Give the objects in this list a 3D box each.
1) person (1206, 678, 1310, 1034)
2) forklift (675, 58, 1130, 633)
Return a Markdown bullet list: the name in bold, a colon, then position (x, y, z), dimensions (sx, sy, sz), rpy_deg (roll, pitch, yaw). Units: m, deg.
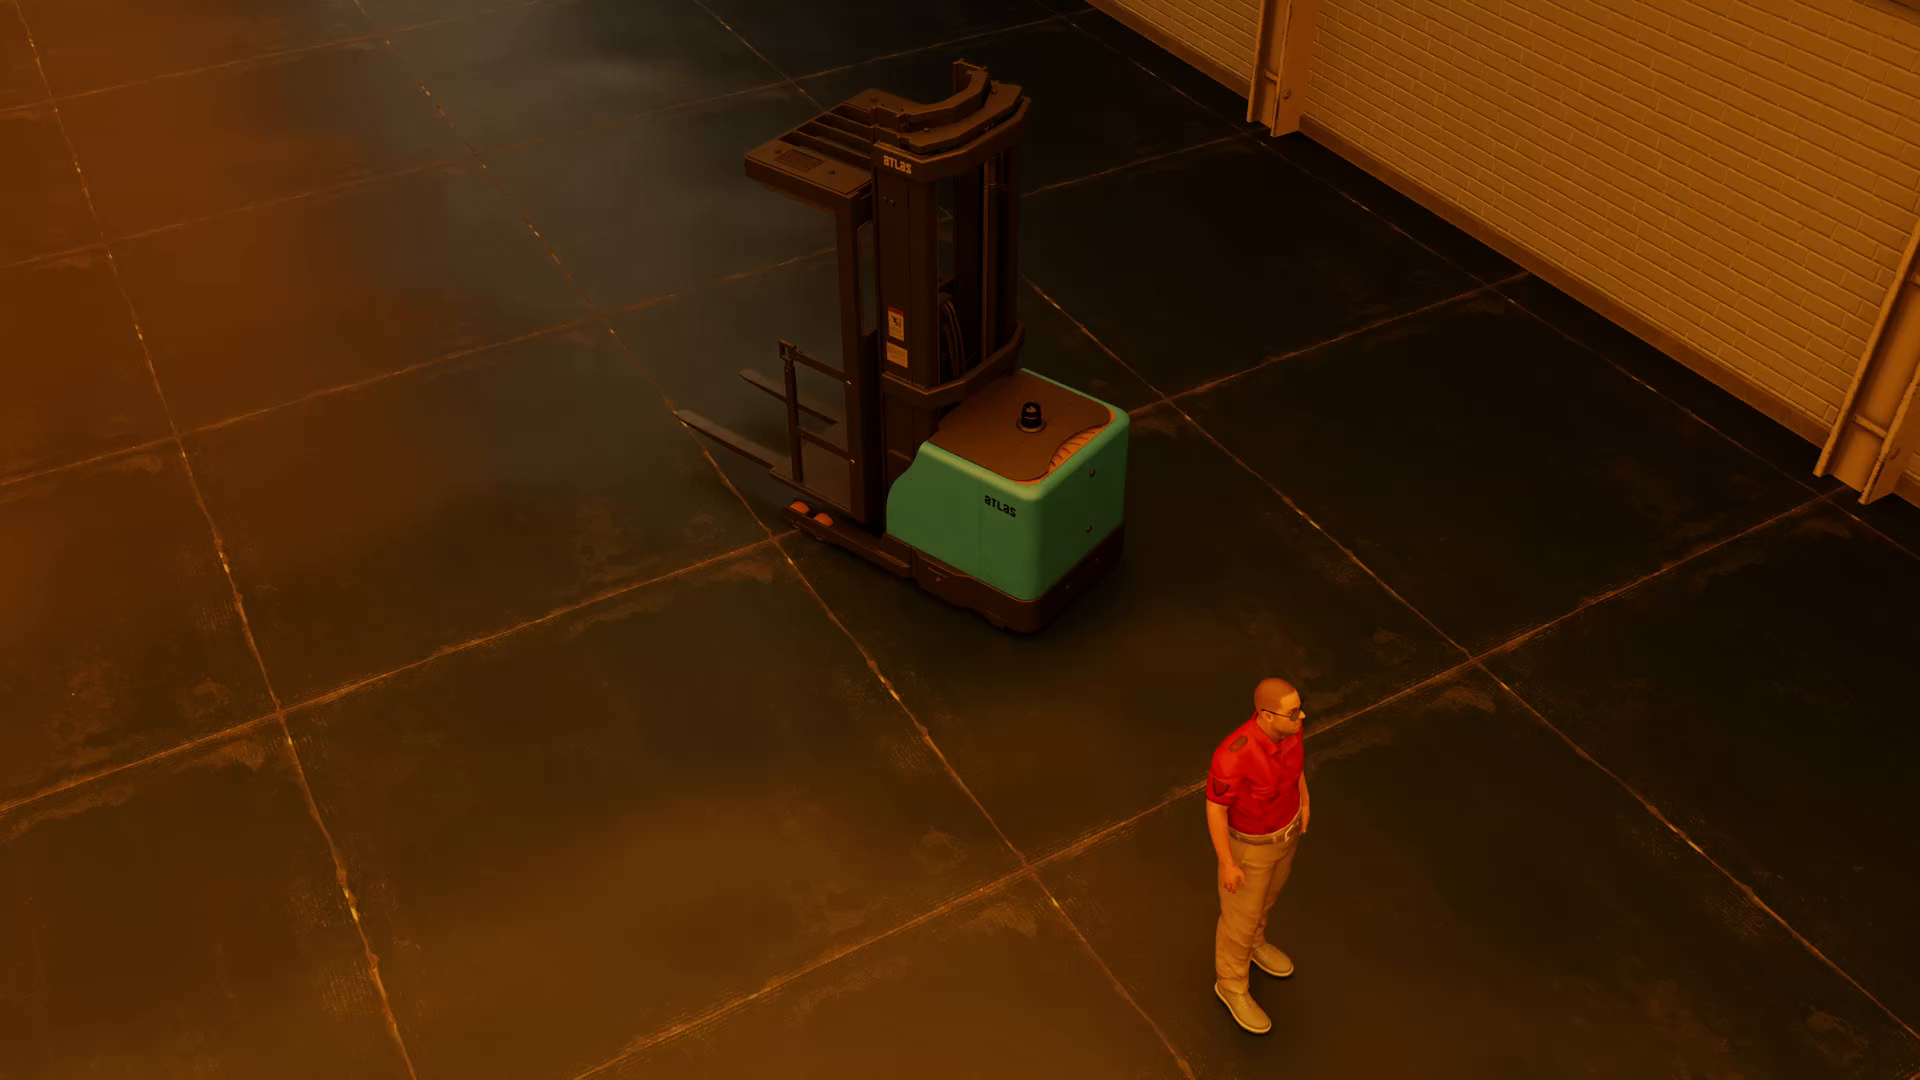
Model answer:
- **person**: position (1.391, 1.349, 7.340), dimensions (0.551, 1.727, 0.640), rpy_deg (32, 49, 32)
- **forklift**: position (-0.481, -1.366, 9.683), dimensions (3.031, 2.935, 1.130), rpy_deg (26, 46, 28)
